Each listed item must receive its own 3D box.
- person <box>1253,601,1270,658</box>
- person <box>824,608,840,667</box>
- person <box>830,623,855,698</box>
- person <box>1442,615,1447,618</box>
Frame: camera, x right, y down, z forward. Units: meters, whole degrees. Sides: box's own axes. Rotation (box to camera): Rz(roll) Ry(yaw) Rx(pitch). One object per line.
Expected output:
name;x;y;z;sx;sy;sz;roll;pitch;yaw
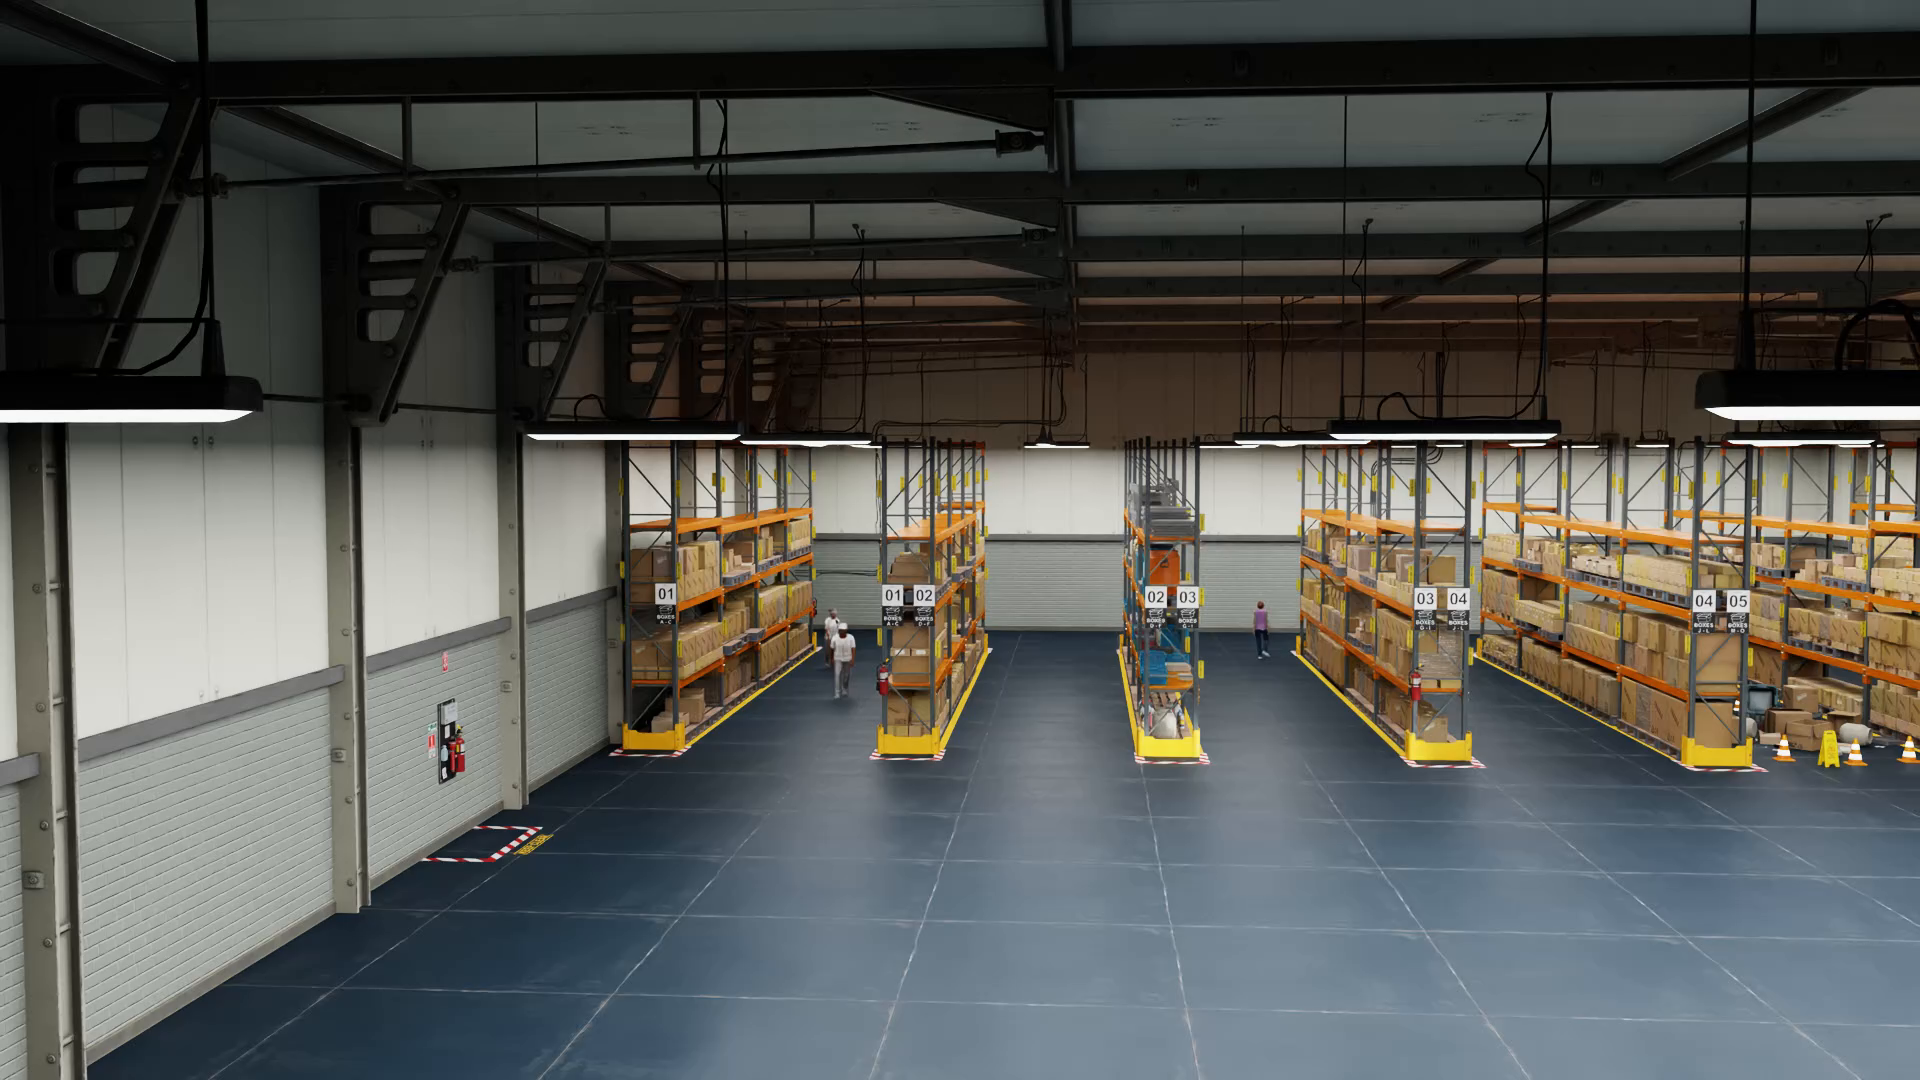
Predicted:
person;8.297;2.481;45.795;0.463;1.596;0.471;0;3;8
person;-3.337;2.580;43.558;0.425;1.595;1.087;-1;3;-13
person;-2.706;2.775;38.533;0.584;1.712;0.989;-1;3;-11
person;14.207;2.294;47.906;0.633;1.713;1.109;2;4;35
